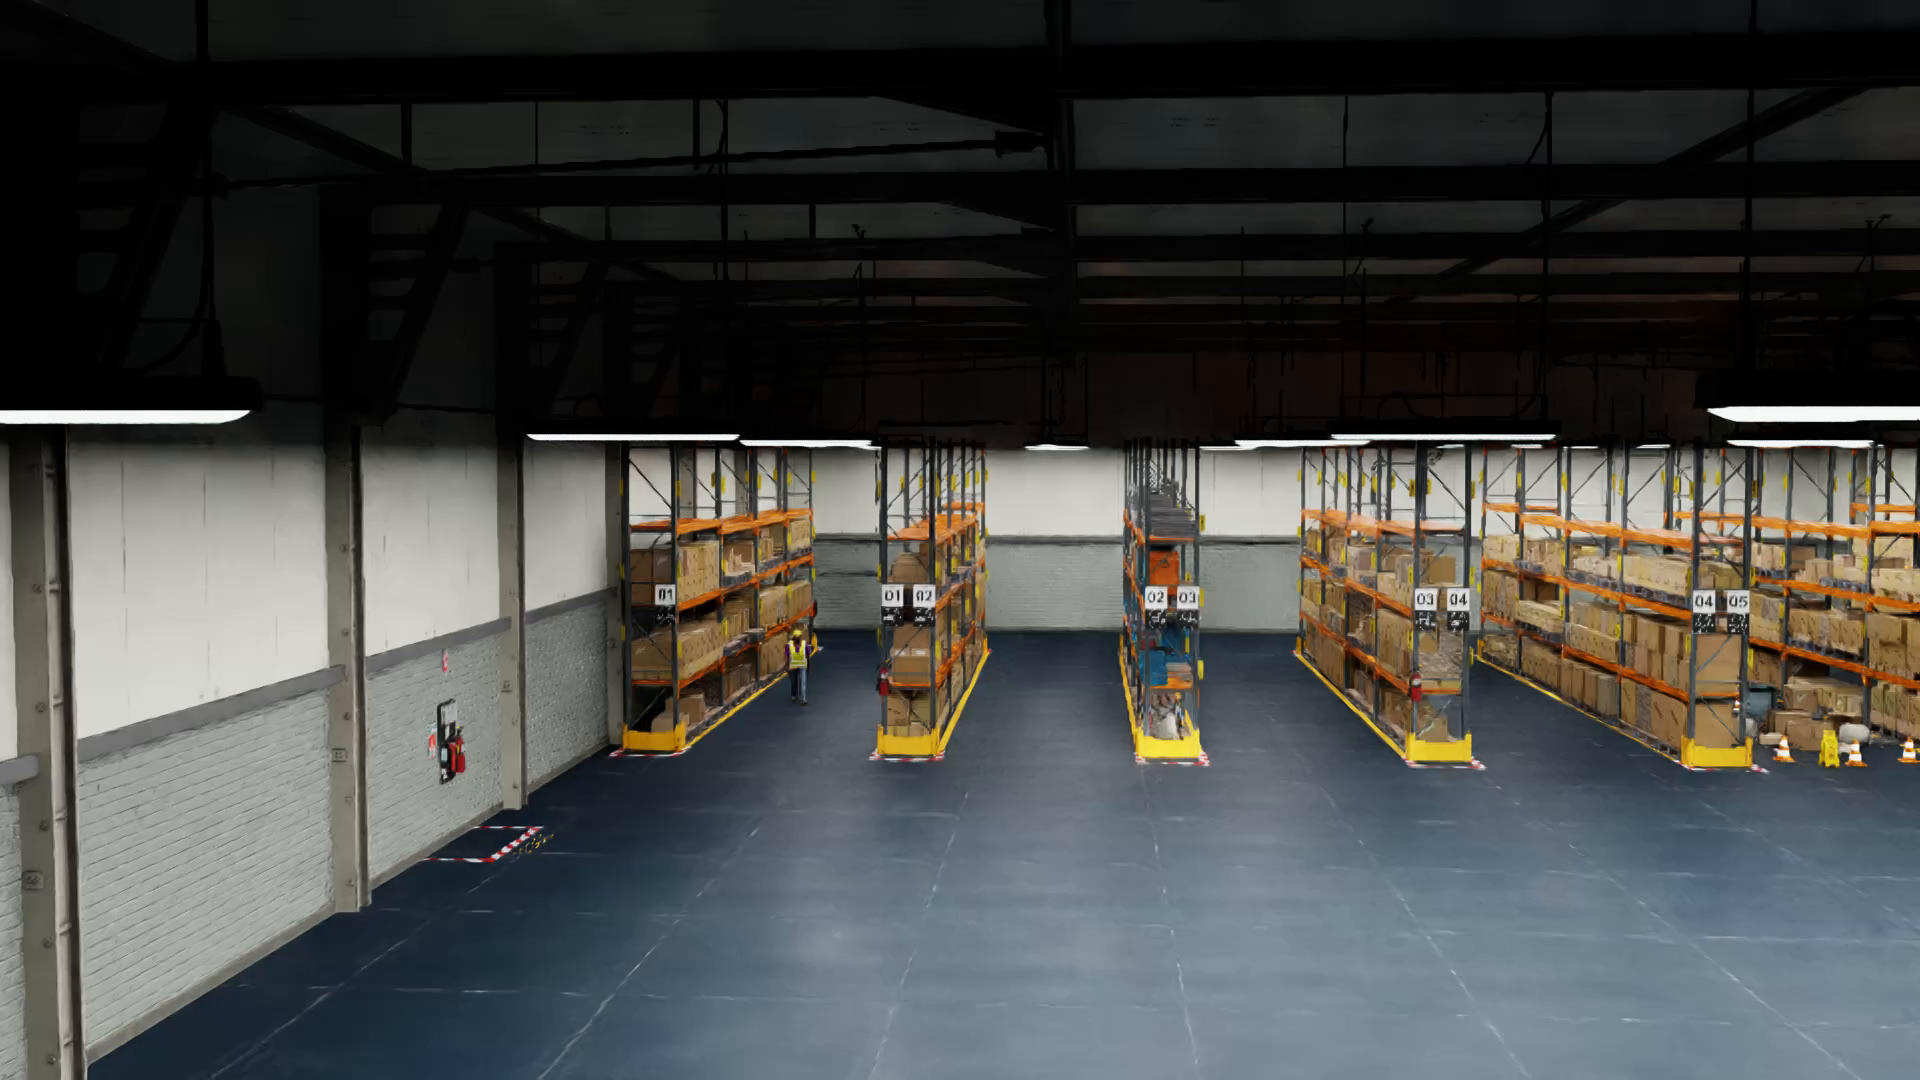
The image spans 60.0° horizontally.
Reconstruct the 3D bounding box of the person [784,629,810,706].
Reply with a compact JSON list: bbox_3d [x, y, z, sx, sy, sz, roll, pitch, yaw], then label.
[{"bbox_3d":[-3.674,2.856,37.470,0.569,1.709,1.034,0,3,-5],"label":"person"}]
